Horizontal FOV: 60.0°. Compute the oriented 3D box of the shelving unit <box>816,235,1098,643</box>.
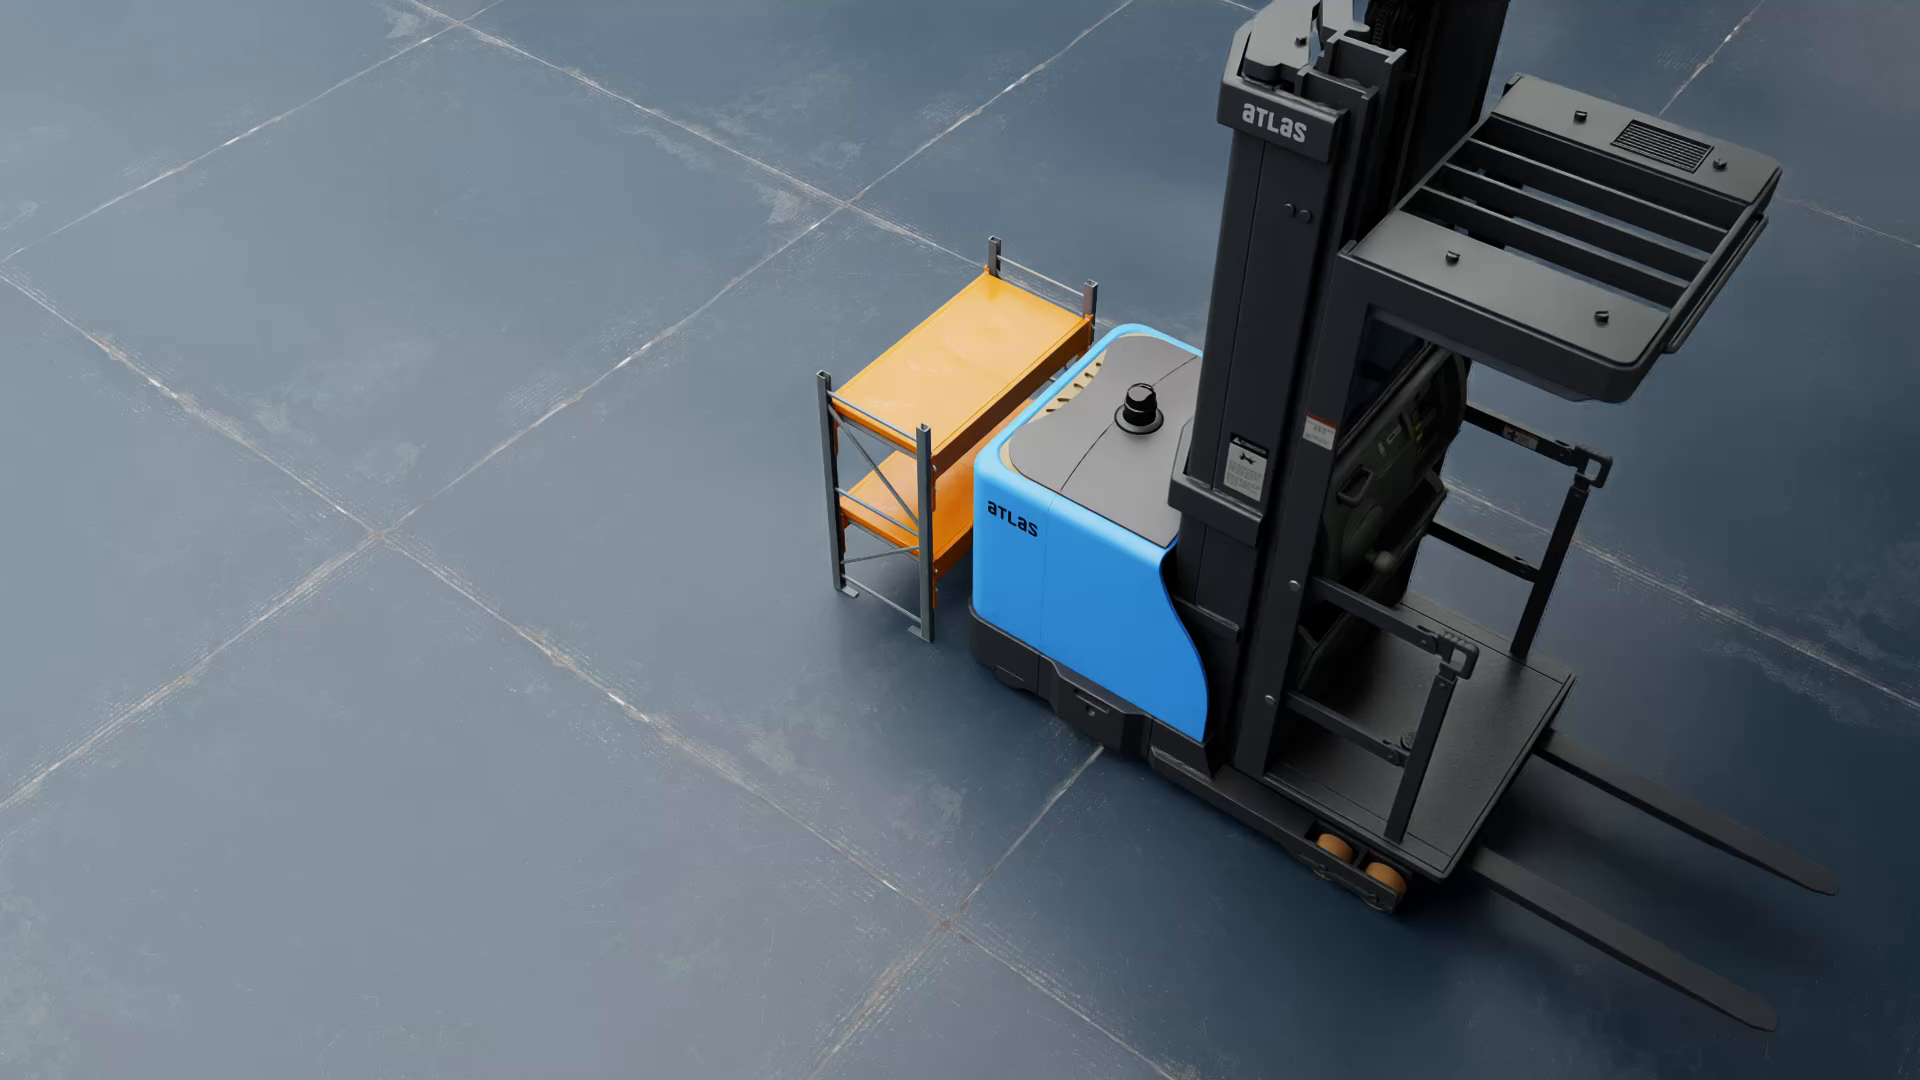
[{"bbox_3d":[0.004,-0.392,6.512,0.538,1.125,1.048,29,53,25],"label":"shelving unit"}]

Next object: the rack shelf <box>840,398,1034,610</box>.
[{"bbox_3d":[0.004,-0.224,6.688,0.538,0.278,1.000,29,53,25],"label":"rack shelf"}]

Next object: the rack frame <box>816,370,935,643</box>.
[{"bbox_3d":[-0.307,-0.102,6.234,0.500,1.125,0.032,29,53,25],"label":"rack frame"}]

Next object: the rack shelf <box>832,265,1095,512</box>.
[{"bbox_3d":[0.004,-0.595,6.300,0.538,0.278,1.000,29,53,25],"label":"rack shelf"}]

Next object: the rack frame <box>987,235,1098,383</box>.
[{"bbox_3d":[0.315,-0.683,6.790,0.500,1.125,0.032,29,53,25],"label":"rack frame"}]

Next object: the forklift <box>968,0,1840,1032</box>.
[{"bbox_3d":[1.514,-0.186,5.065,3.031,2.935,1.130,29,53,25],"label":"forklift"}]
